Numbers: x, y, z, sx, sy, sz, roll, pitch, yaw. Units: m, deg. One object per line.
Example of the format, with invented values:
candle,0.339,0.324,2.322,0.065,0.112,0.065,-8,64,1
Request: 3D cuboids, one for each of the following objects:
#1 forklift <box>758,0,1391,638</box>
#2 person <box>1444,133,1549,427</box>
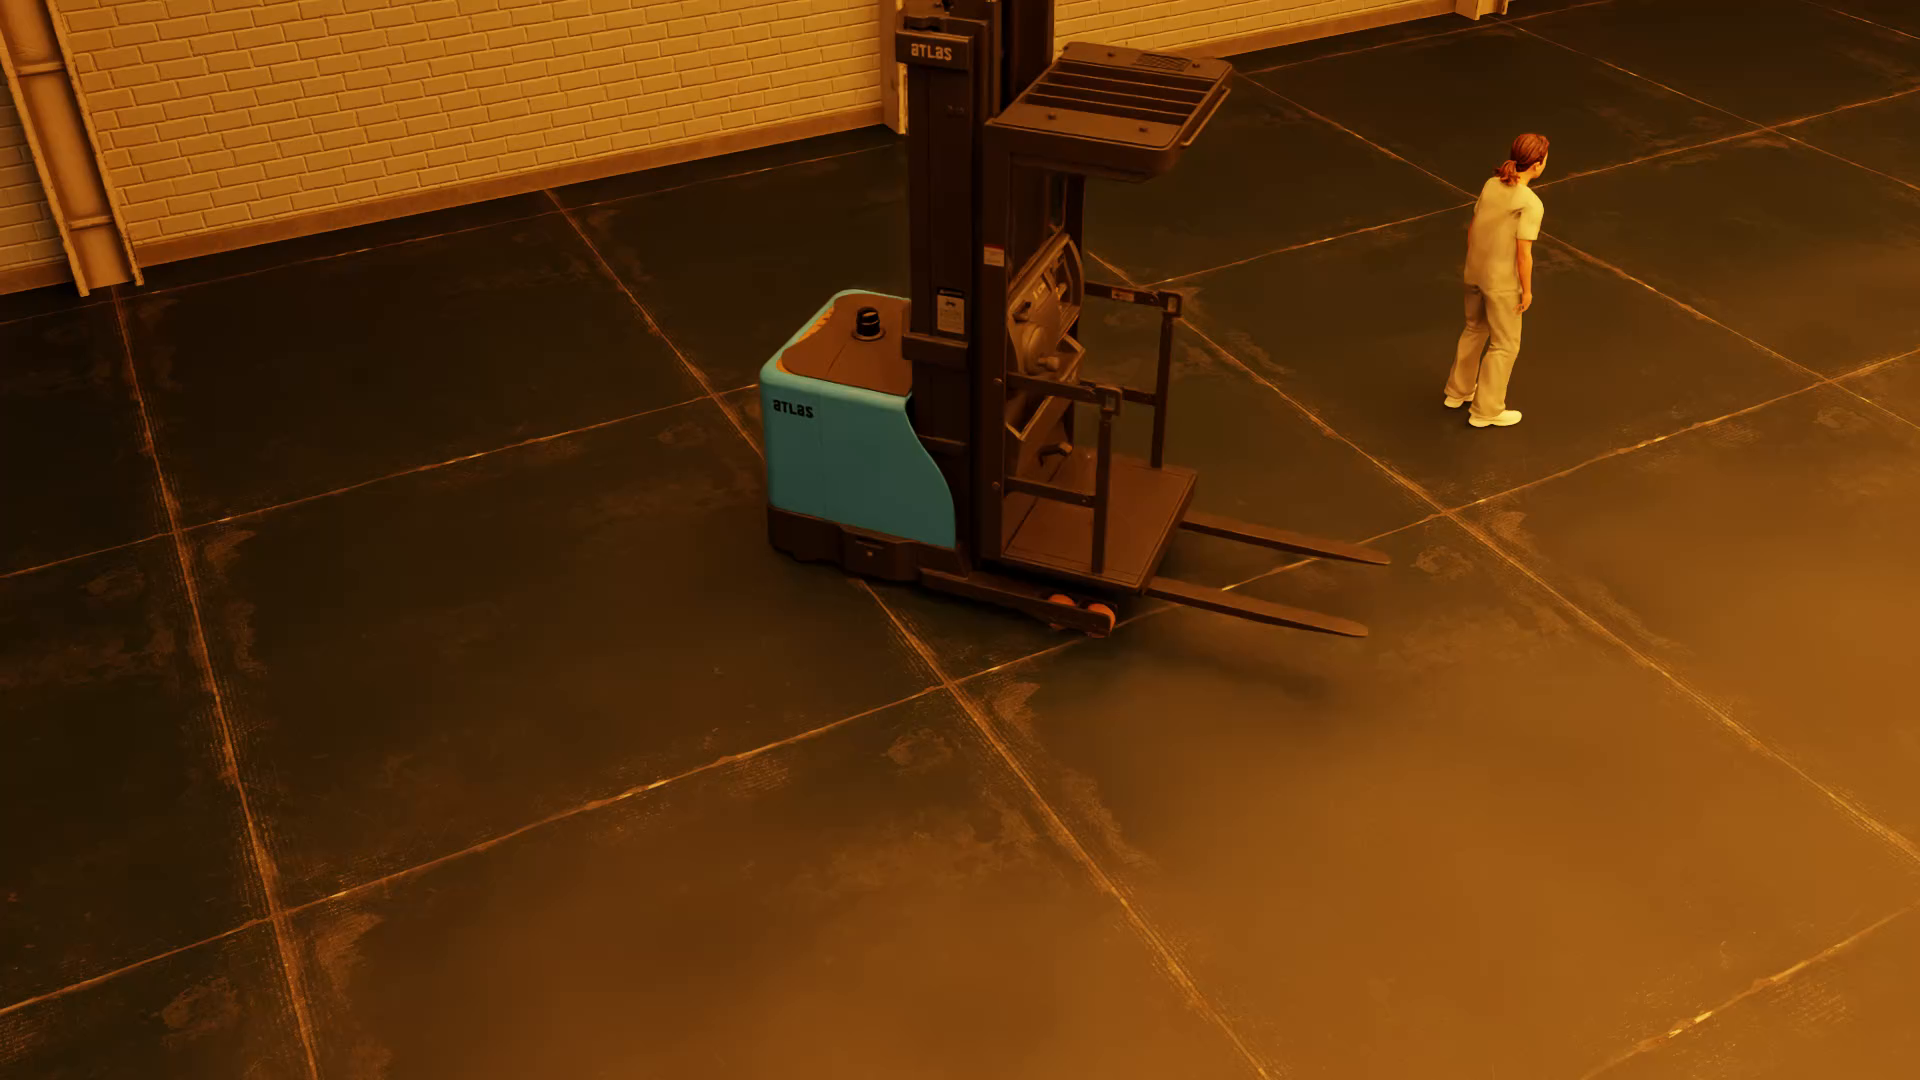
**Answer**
forklift,0.584,-1.074,7.642,3.031,2.935,1.130,13,37,18
person,3.001,-1.447,9.262,0.363,1.672,0.493,-15,38,-20
